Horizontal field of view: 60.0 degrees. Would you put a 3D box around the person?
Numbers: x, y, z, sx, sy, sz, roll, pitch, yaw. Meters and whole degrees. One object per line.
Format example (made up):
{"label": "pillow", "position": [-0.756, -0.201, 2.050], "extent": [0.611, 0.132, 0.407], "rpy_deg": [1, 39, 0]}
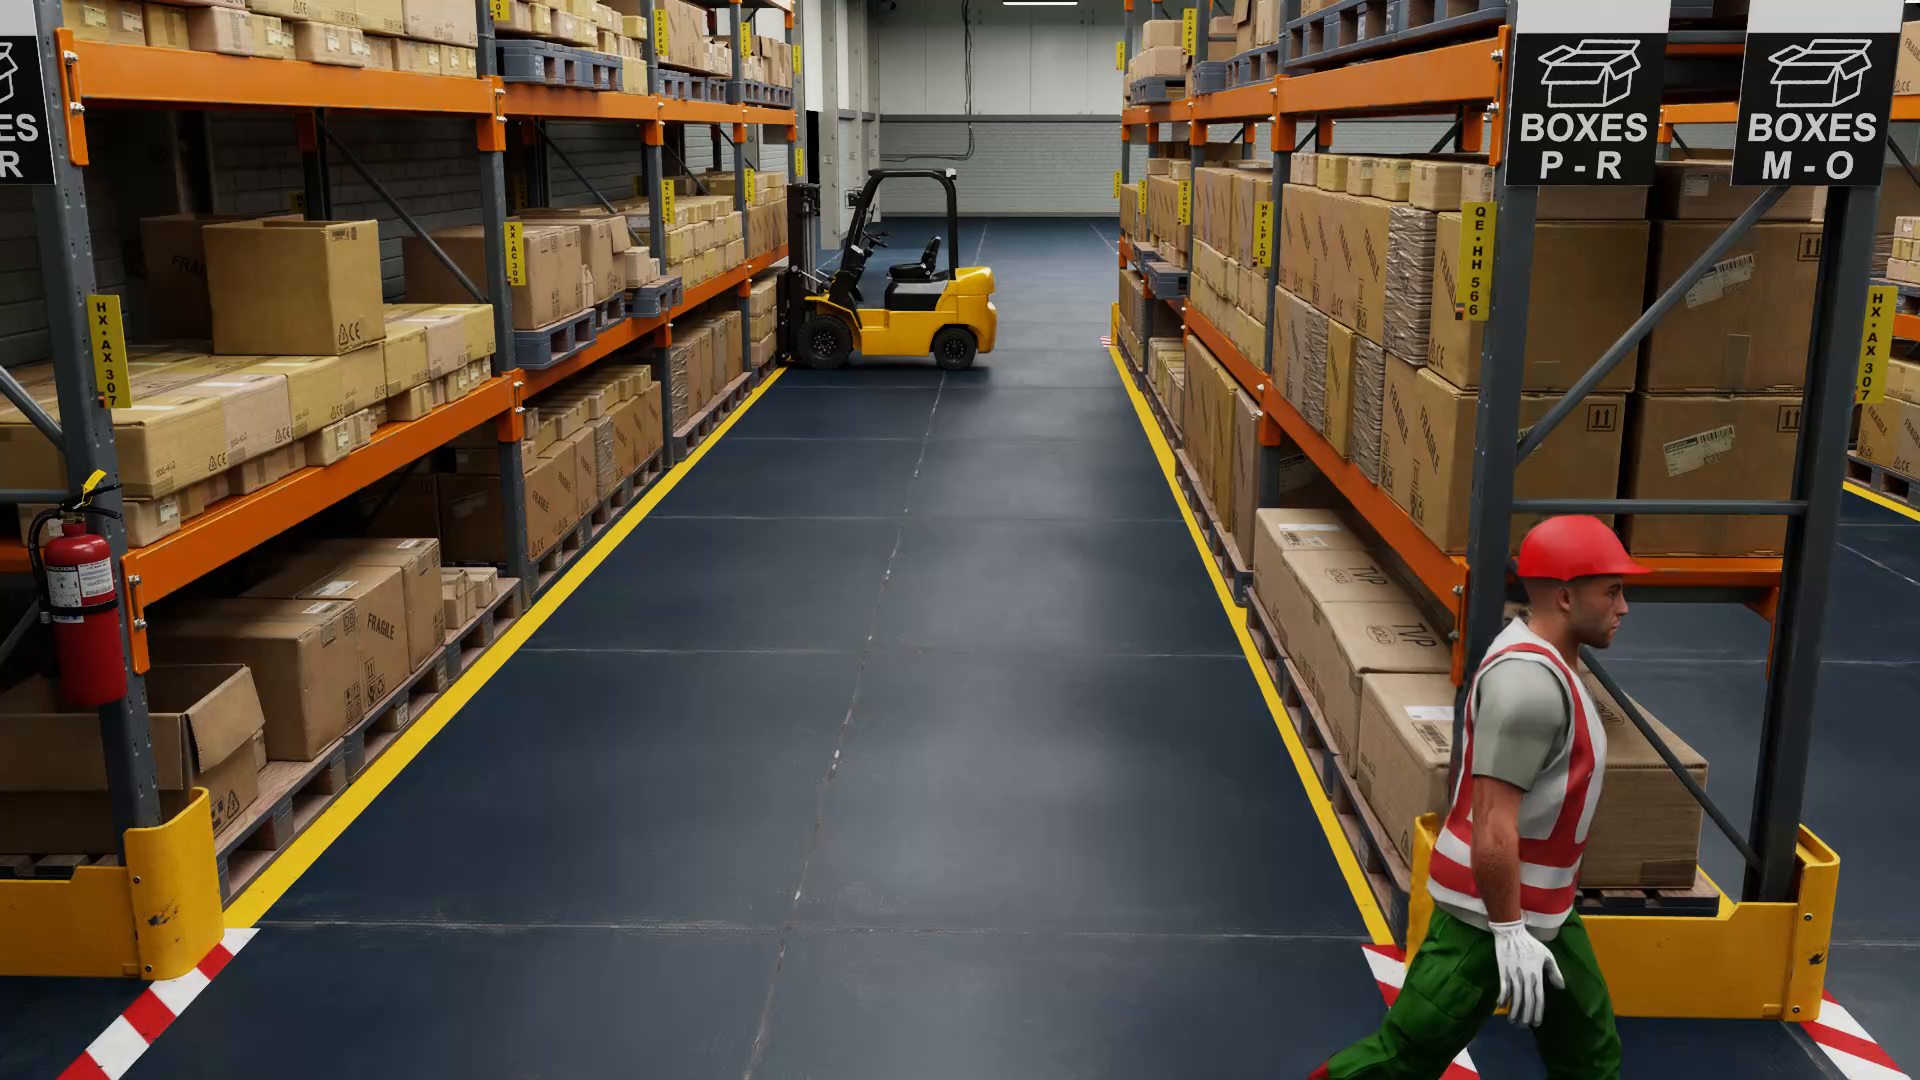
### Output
{"label": "person", "position": [1.203, 0.812, 3.688], "extent": [1.054, 1.732, 0.667], "rpy_deg": [6, 15, 22]}
